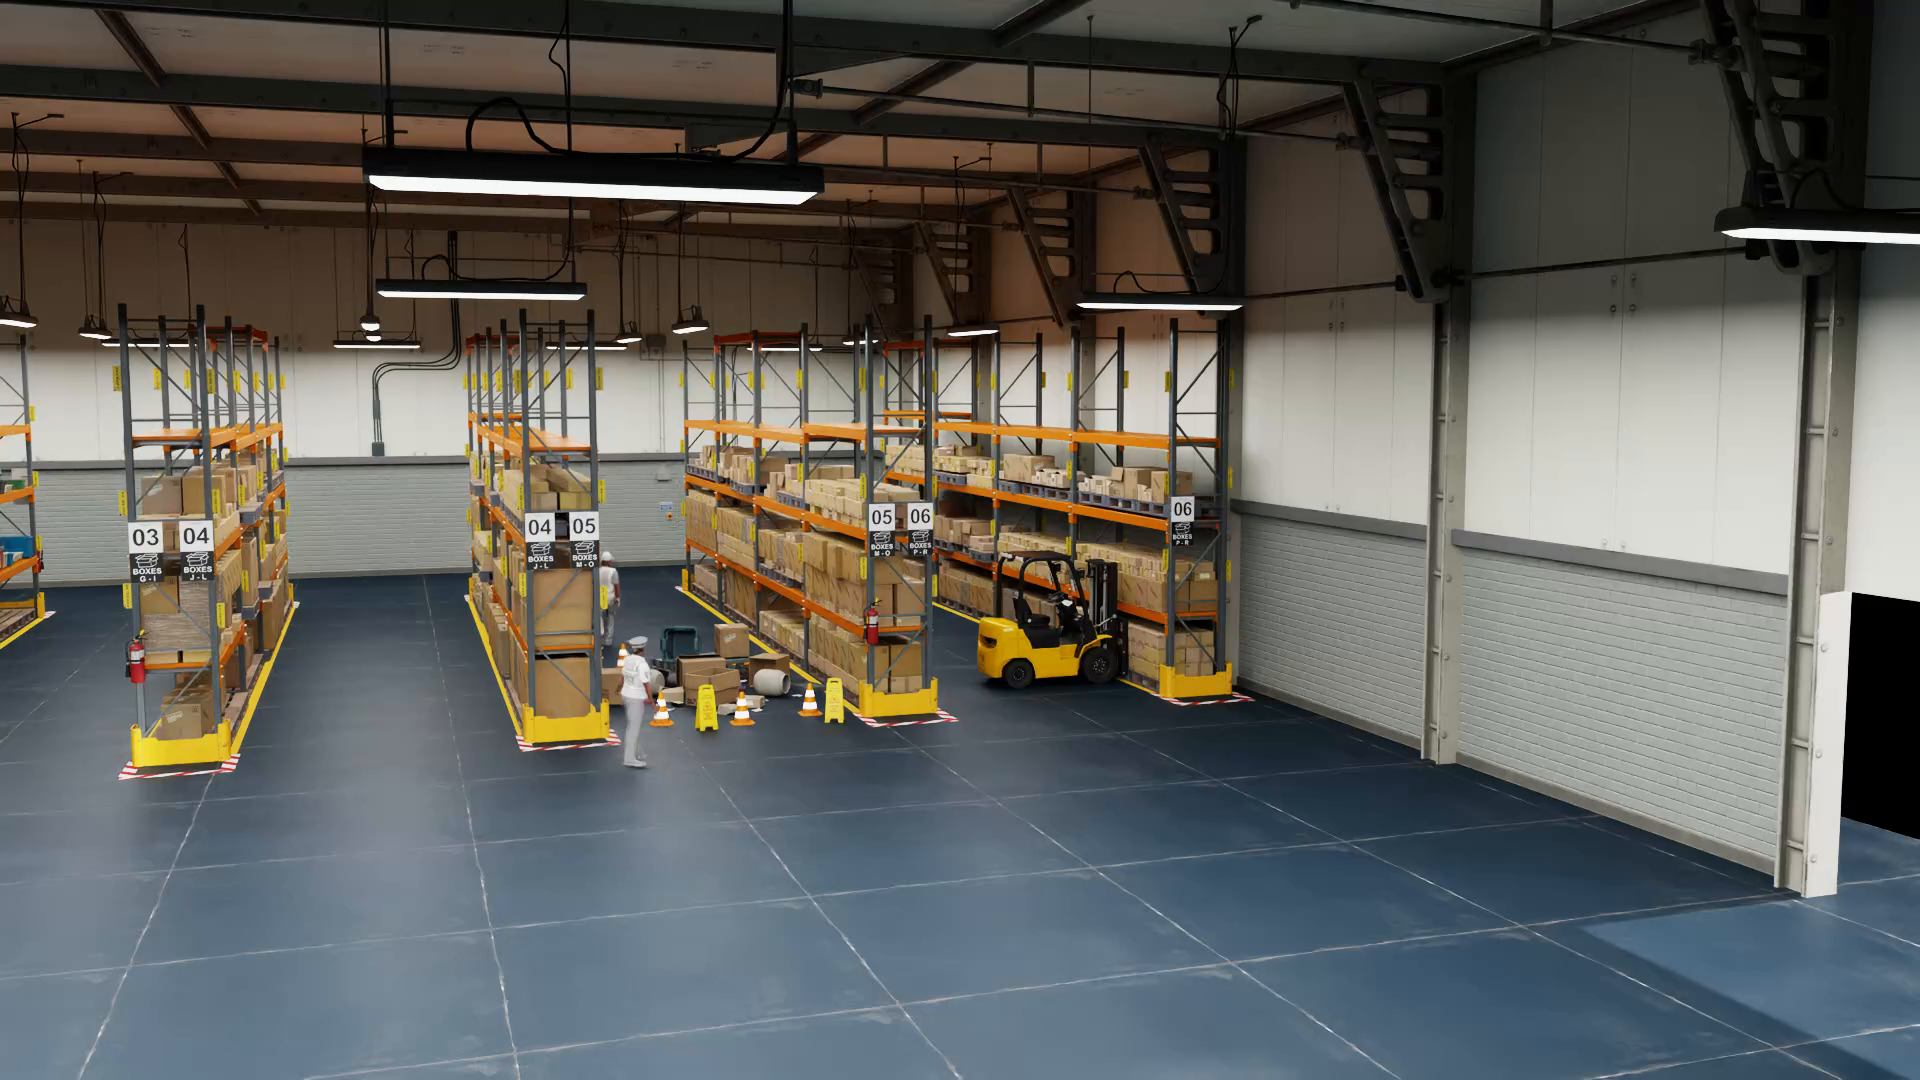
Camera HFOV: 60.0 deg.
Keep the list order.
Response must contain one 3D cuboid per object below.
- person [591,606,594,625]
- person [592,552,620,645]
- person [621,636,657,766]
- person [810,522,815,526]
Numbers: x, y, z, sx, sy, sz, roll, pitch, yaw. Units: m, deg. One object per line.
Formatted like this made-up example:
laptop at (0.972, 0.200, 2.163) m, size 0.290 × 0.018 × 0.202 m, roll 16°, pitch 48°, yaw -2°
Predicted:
person at (-7.678, 0.875, 34.251) m, size 0.581 × 1.768 × 0.421 m, roll 3°, pitch 6°, yaw 25°
person at (-6.716, 1.113, 31.494) m, size 0.543 × 1.771 × 0.510 m, roll -1°, pitch 6°, yaw -12°
person at (-4.241, 2.118, 21.832) m, size 0.526 × 1.708 × 0.622 m, roll -3°, pitch 6°, yaw -32°
person at (-3.399, 0.216, 37.997) m, size 0.417 × 1.770 × 0.629 m, roll -5°, pitch 7°, yaw -42°
